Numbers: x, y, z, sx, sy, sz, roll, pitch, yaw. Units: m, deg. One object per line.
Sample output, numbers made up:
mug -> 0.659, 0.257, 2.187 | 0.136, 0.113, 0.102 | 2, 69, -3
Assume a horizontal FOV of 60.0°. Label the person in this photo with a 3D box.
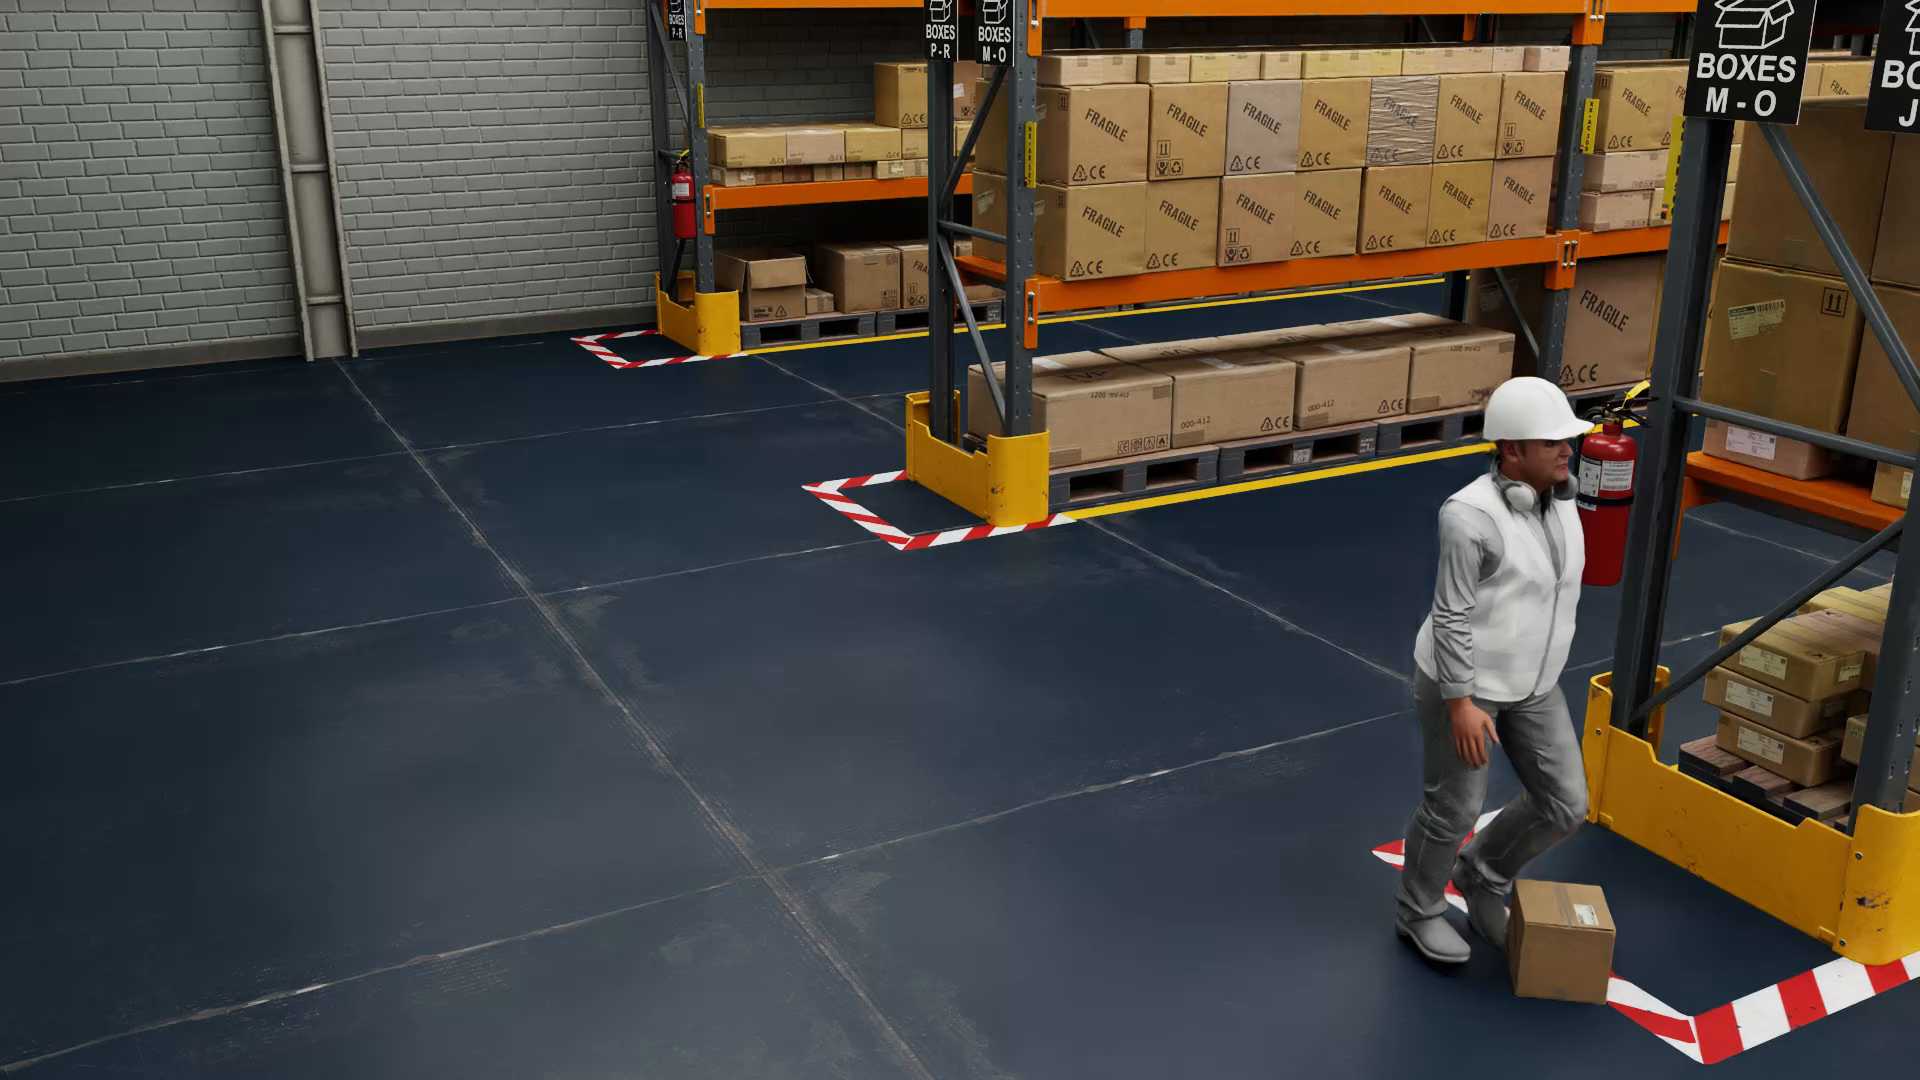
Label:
person -> 1.542, 0.416, 4.769 | 0.585, 1.813, 0.471 | -11, 21, -31
